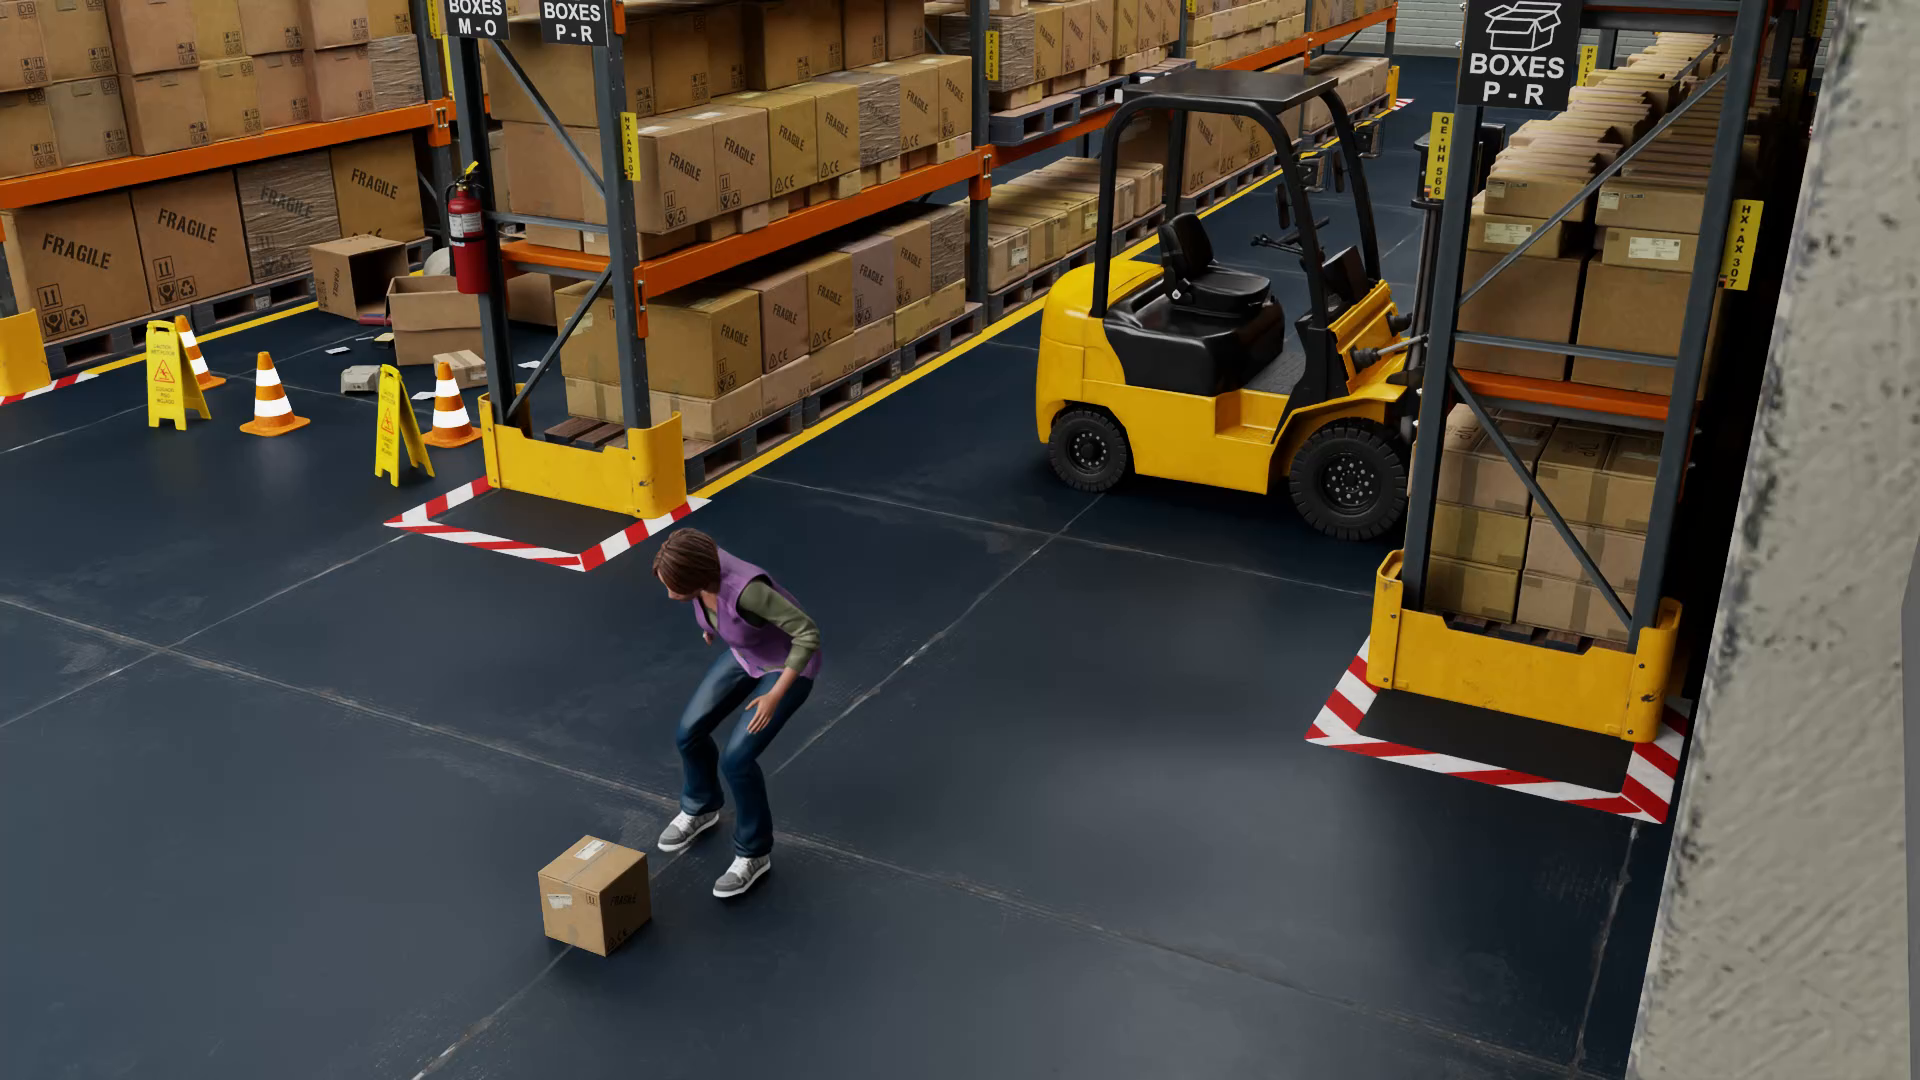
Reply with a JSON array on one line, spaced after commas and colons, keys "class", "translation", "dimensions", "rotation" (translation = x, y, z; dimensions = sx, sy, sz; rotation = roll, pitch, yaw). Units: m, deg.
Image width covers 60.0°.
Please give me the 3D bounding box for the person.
[{"class": "person", "translation": [-0.759, 0.515, 5.685], "dimensions": [0.625, 1.312, 0.665], "rotation": [18, 29, 36]}]
